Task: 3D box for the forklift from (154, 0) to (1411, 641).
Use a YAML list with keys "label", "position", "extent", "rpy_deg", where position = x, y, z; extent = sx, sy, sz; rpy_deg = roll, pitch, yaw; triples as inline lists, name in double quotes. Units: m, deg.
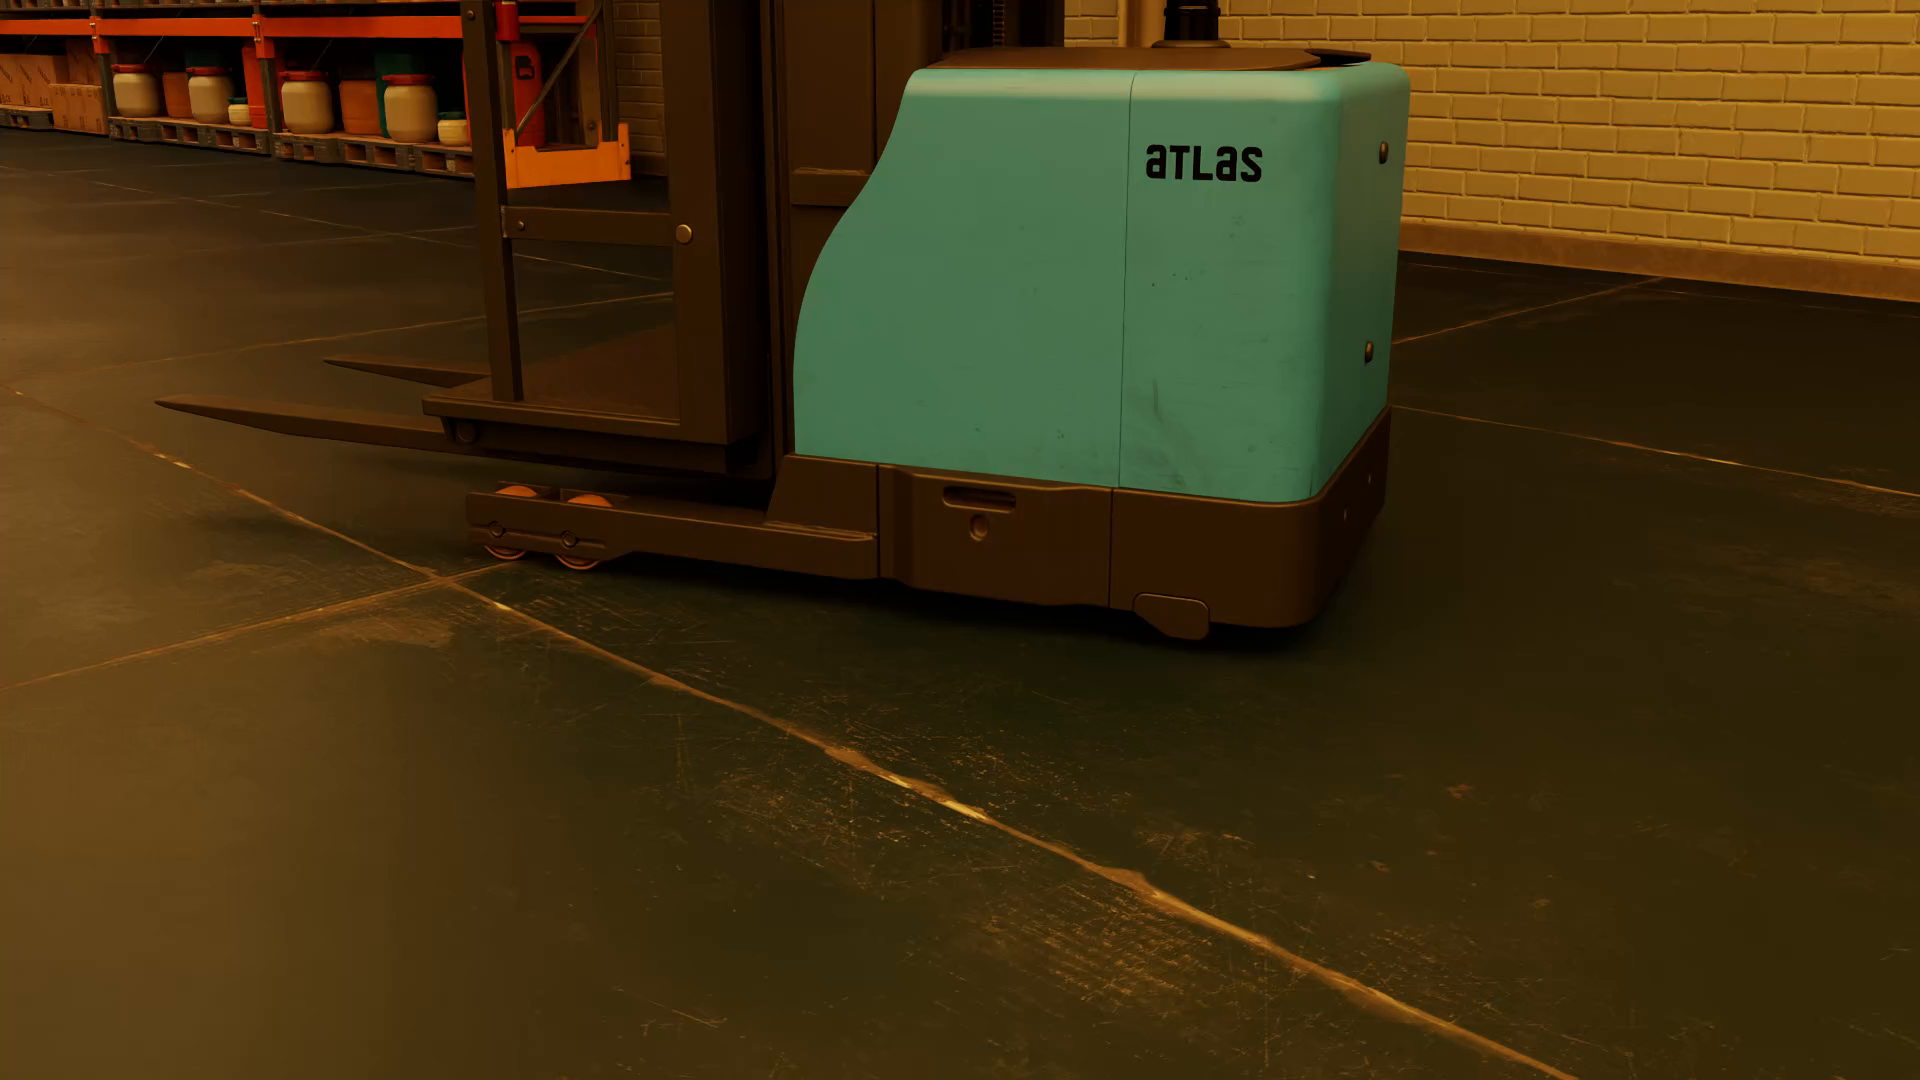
- label: "forklift"
  position: [-0.563, -1.469, 3.684]
  extent: [3.031, 2.935, 1.130]
  rpy_deg: [7, 18, 21]
